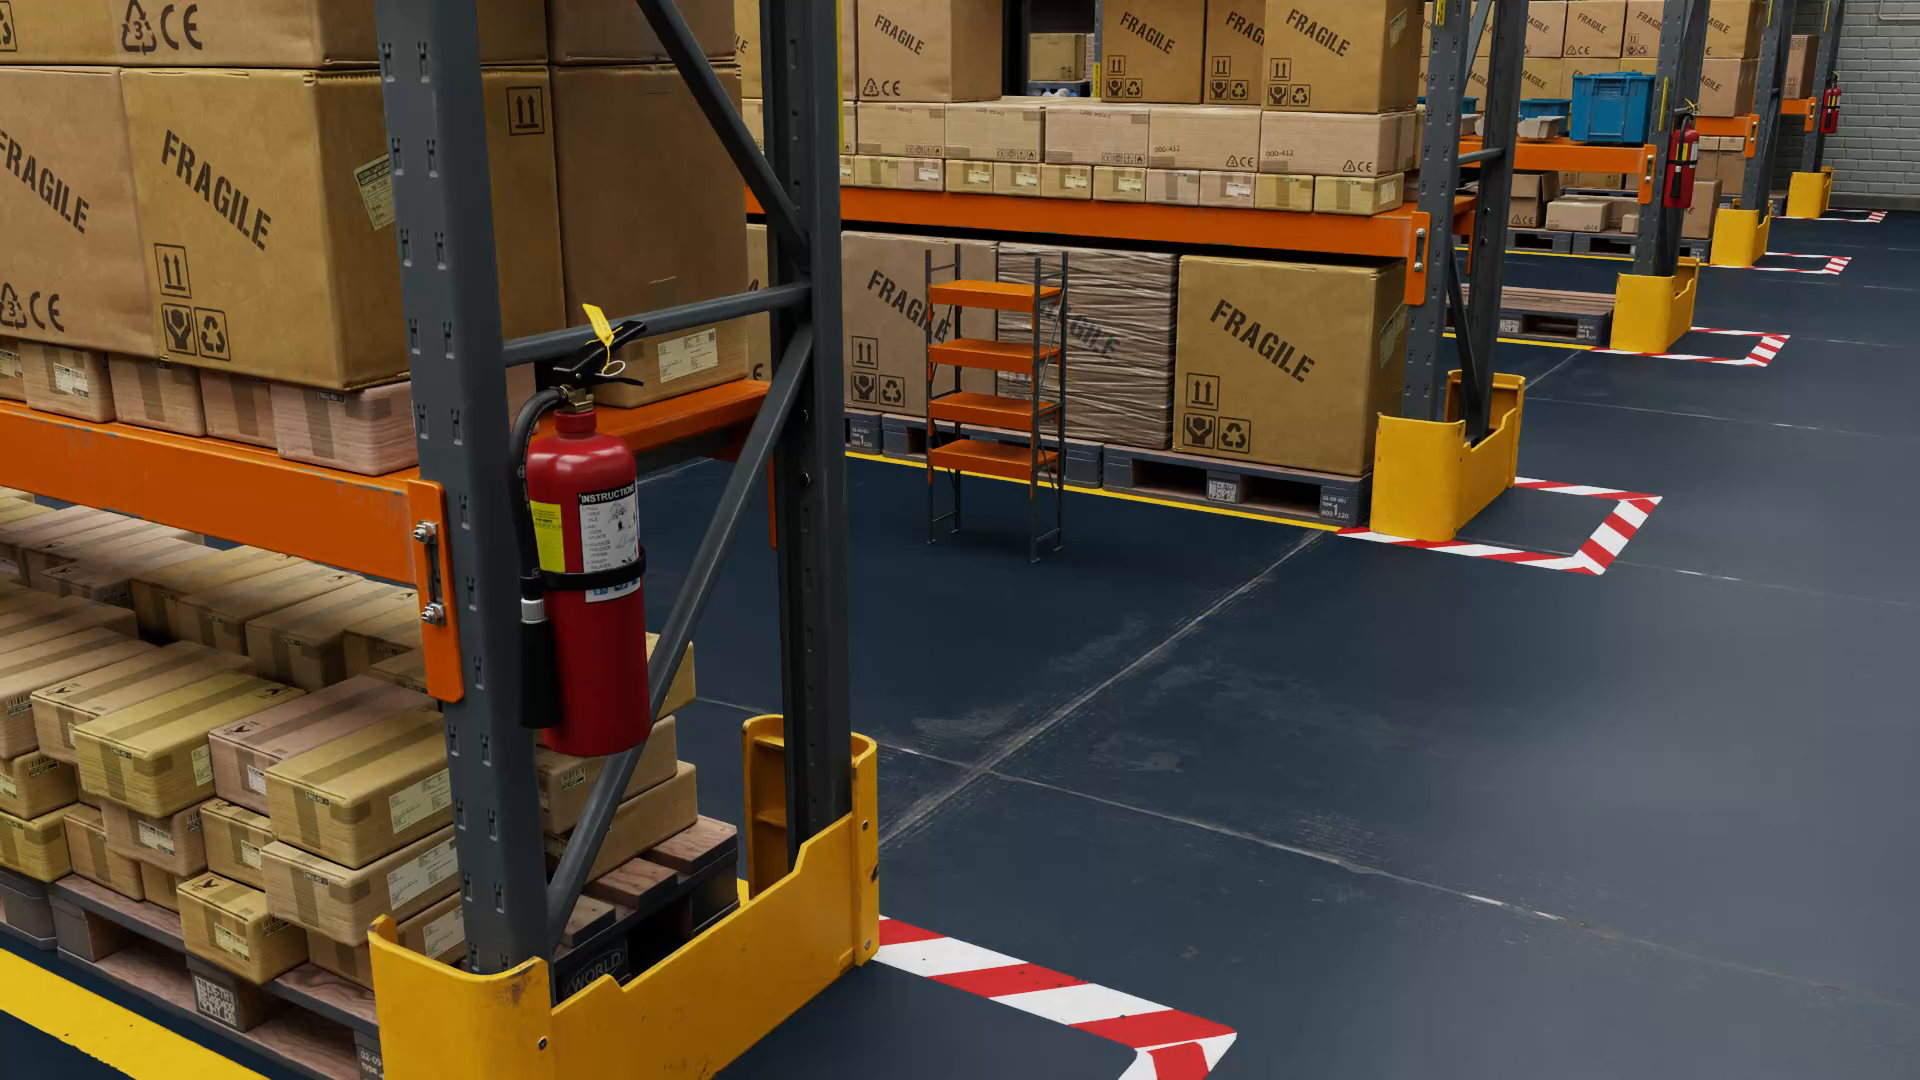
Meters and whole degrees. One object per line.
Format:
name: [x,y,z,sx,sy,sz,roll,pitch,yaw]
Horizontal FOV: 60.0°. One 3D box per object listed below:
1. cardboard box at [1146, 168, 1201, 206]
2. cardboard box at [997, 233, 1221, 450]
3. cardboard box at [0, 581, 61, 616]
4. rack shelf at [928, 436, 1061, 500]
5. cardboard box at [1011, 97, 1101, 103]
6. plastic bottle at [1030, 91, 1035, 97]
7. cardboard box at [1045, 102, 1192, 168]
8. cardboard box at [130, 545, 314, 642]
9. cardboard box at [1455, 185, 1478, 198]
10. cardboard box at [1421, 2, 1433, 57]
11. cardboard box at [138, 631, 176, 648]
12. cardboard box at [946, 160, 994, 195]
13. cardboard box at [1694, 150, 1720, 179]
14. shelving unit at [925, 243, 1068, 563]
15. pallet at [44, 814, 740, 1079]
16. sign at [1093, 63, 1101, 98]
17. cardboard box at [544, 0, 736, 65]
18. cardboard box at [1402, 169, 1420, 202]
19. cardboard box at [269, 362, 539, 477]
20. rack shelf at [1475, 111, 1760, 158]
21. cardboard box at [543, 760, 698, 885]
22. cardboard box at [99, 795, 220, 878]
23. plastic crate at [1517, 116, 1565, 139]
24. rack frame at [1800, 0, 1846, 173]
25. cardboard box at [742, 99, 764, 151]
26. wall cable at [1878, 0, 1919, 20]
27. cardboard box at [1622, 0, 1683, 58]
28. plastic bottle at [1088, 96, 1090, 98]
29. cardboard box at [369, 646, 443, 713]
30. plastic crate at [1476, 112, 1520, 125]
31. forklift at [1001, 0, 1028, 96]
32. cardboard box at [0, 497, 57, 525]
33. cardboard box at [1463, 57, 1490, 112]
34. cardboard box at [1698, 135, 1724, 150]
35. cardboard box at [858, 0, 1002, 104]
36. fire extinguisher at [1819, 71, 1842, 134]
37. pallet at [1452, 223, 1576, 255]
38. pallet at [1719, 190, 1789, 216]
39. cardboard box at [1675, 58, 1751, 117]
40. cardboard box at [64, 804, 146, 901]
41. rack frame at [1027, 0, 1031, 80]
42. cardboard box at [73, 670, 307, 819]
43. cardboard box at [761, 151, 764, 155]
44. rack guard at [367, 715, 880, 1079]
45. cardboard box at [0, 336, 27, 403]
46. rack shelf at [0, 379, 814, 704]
cardboard box: [1.010,-1.560,7.289,0.250,0.149,0.380,11,20,31]
cardboard box: [0.772,-0.992,7.920,0.875,0.875,0.875,10,20,30]
cardboard box: [-2.452,0.239,4.093,0.250,0.149,0.380,10,20,30]
rack shelf: [0.141,-0.295,6.701,0.480,0.148,0.258,10,20,30]
cardboard box: [0.547,-2.035,8.167,0.500,0.250,0.500,10,19,29]
plastic bottle: [0.593,-3.375,13.032,0.133,0.283,0.061,10,20,30]
cardboard box: [0.717,-1.825,7.475,0.500,0.250,0.500,9,19,28]
cardboard box: [-1.947,0.140,4.417,0.250,0.149,0.380,10,20,31]
cardboard box: [5.187,-3.447,16.937,0.500,0.311,0.500,10,20,30]
cardboard box: [4.608,-4.960,16.156,0.500,0.500,0.500,9,19,28]
cardboard box: [-2.008,0.314,4.357,0.250,0.149,0.380,11,20,33]
cardboard box: [0.134,-1.716,7.802,0.250,0.149,0.380,9,19,28]
cardboard box: [8.837,-4.435,19.899,0.500,0.500,0.700,10,20,30]
shelving unit: [0.141,-0.549,6.624,0.503,1.200,0.258,10,20,30]
pallet: [-1.285,0.811,3.847,1.213,0.211,1.003,10,20,30]
sign: [1.029,-3.424,12.515,0.005,0.325,0.100,10,20,30]
cardboard box: [-0.790,-1.182,3.206,0.500,0.500,0.500,10,20,30]
cardboard box: [2.005,-1.607,7.445,0.250,0.149,0.380,10,20,31]
cardboard box: [-0.973,-0.238,2.937,0.250,0.149,0.380,10,20,30]
rack shelf: [5.618,-4.005,16.142,4.000,0.370,1.077,10,20,30]
cardboard box: [-0.826,0.625,3.844,0.250,0.149,0.380,11,20,31]
cardboard box: [-1.590,0.554,3.568,0.250,0.149,0.380,9,19,28]
plastic crate: [3.937,-2.800,11.290,0.243,0.136,0.396,10,20,30]
rack frame: [9.912,-5.272,19.077,0.127,3.000,1.000,10,20,30]
cardboard box: [-1.010,-2.135,8.494,0.500,0.250,0.500,10,19,29]
wall cable: [11.498,-5.798,19.059,1.851,1.984,0.084,10,20,30]
cardboard box: [6.368,-4.647,15.127,0.500,0.500,0.500,11,20,32]
plastic bottle: [1.116,-3.553,13.618,0.133,0.283,0.061,10,20,30]
cardboard box: [-1.113,0.324,3.814,0.250,0.149,0.380,11,20,31]
plastic crate: [3.881,-3.013,11.989,0.298,0.136,0.250,10,20,30]
forklift: [-0.399,-2.596,10.384,3.031,2.935,1.130,10,20,31]
cardboard box: [-2.881,0.005,4.864,0.250,0.149,0.380,11,20,32]
cardboard box: [5.069,-4.402,16.041,0.500,0.500,0.500,10,20,30]
cardboard box: [8.840,-4.682,19.597,0.250,0.149,0.380,11,20,32]
cardboard box: [-0.138,-2.339,7.876,0.500,0.500,0.500,9,19,28]
fire extinguisher: [9.799,-4.920,18.691,0.183,0.674,0.296,10,20,30]
pallet: [5.542,-3.029,16.490,1.213,0.211,1.003,10,20,30]
pallet: [9.190,-4.040,19.819,1.213,0.211,1.003,10,20,30]
cardboard box: [6.798,-4.093,15.024,0.500,0.500,0.500,11,20,32]
cardboard box: [-1.774,0.646,3.776,0.250,0.149,0.380,10,20,31]
rack frame: [0.506,-5.262,19.042,0.127,3.000,1.000,10,20,30]
cardboard box: [-1.602,0.421,3.492,0.250,0.149,0.380,10,19,29]
cardboard box: [-0.972,-1.913,8.450,0.250,0.149,0.380,9,19,28]
rack guard: [-0.612,0.806,3.369,0.348,0.500,1.175,10,20,30]
cardboard box: [-1.825,-0.400,3.470,0.250,0.149,0.380,9,19,28]
rack shelf: [-2.251,-0.339,4.074,4.000,0.370,1.077,10,20,30]
